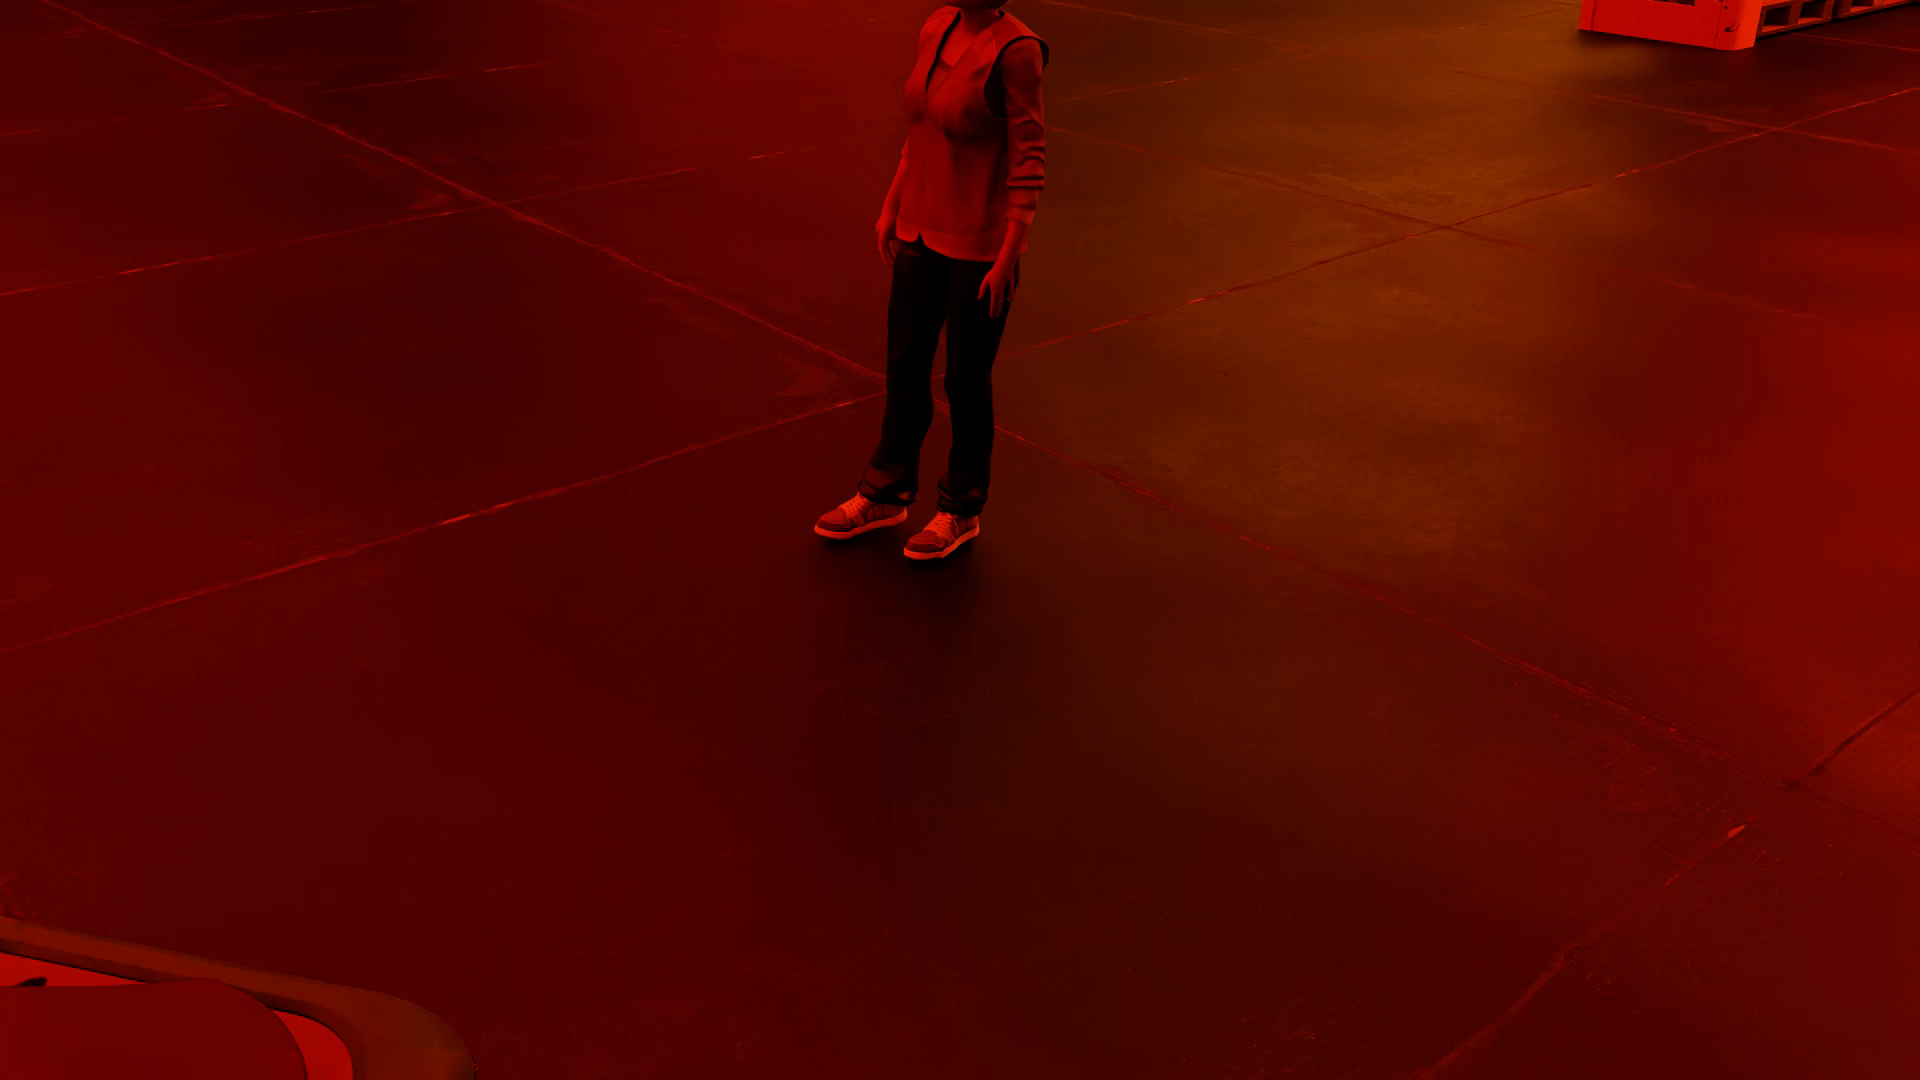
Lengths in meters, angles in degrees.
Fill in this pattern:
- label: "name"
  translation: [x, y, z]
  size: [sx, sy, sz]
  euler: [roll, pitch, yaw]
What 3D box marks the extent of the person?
- label: "person"
  translation: [-0.066, -0.705, 4.110]
  size: [0.473, 1.599, 0.521]
  euler: [-20, 33, -35]
